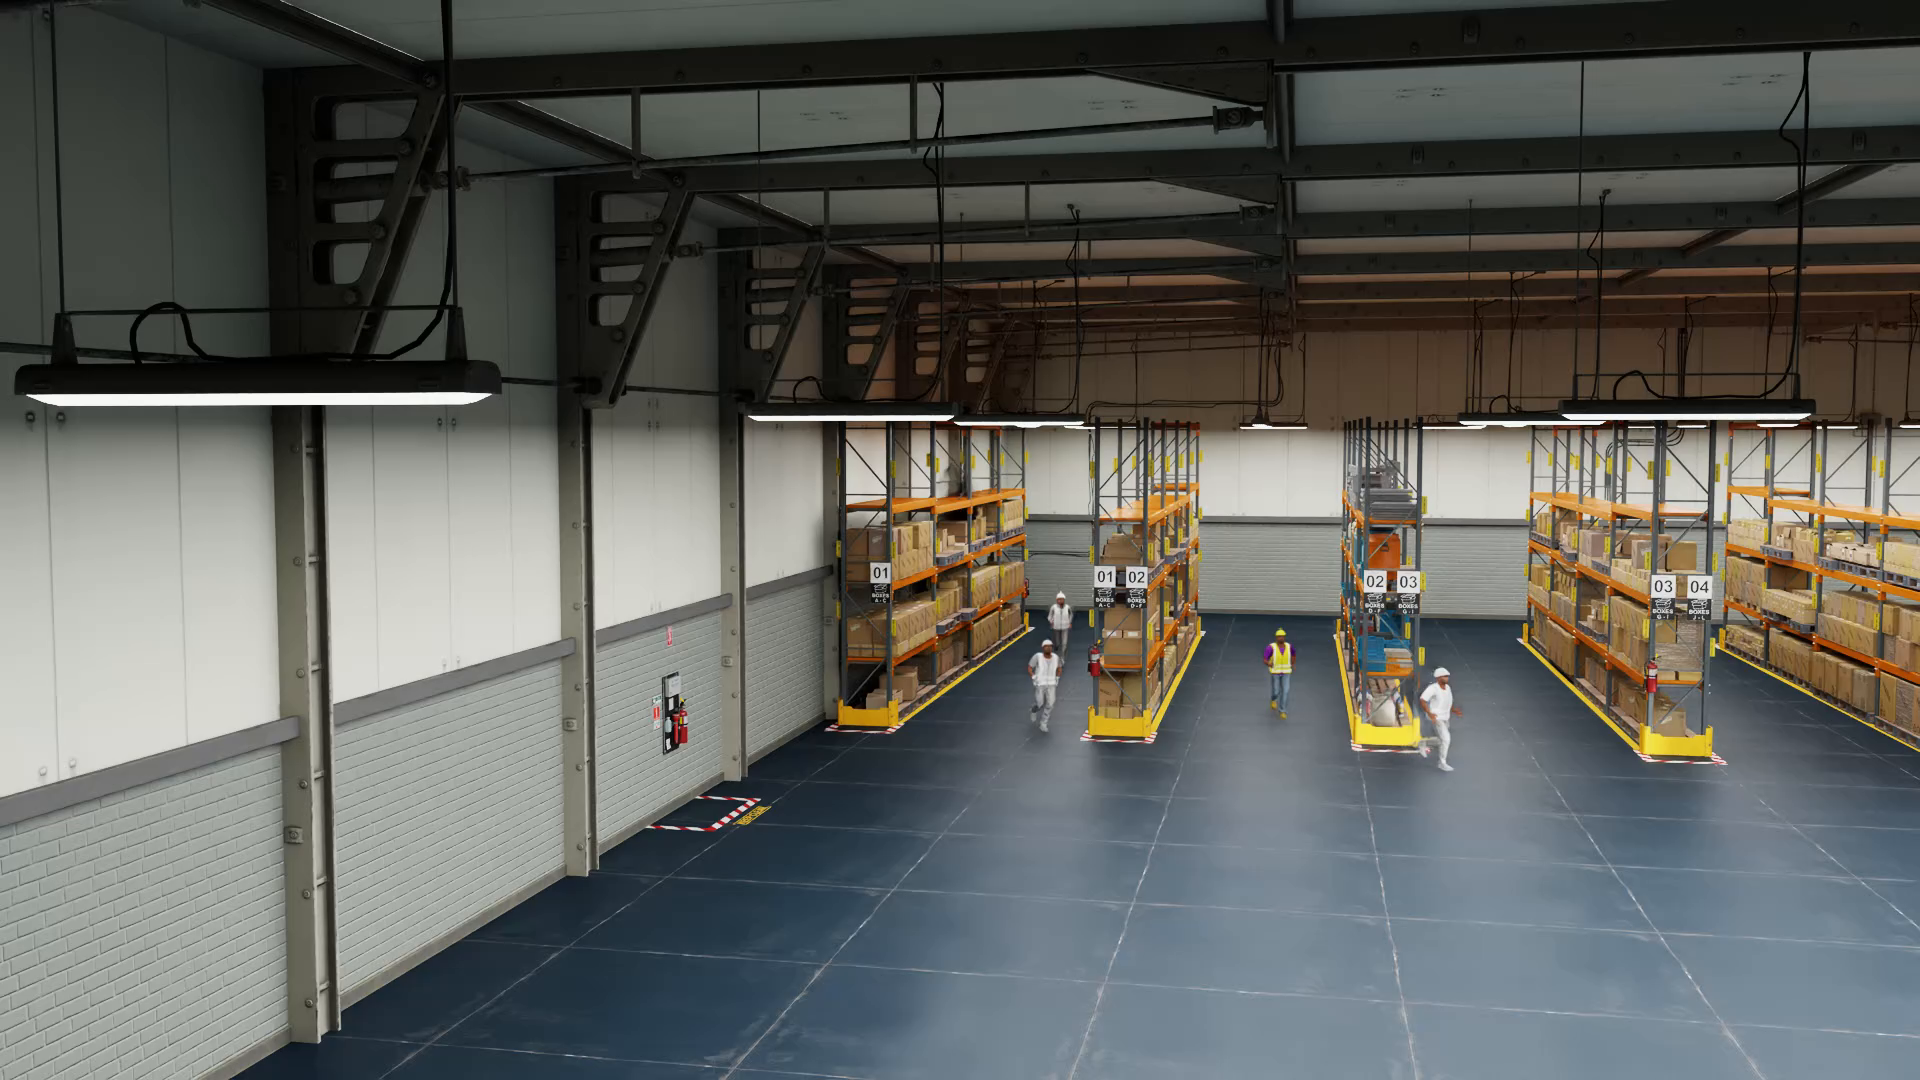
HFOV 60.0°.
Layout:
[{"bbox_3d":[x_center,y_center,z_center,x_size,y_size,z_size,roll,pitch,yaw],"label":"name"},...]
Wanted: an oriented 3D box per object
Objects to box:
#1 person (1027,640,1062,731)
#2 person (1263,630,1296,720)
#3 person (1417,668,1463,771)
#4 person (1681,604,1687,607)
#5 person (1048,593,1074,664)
[{"bbox_3d":[1.644,2.781,32.065,0.705,1.742,0.652,-1,4,-13],"label":"person"},{"bbox_3d":[6.432,2.673,33.372,0.699,1.752,0.923,0,4,0],"label":"person"},{"bbox_3d":[8.090,3.027,28.352,0.683,1.727,0.771,-3,5,-41],"label":"person"},{"bbox_3d":[18.581,2.110,42.346,0.666,1.741,0.629,1,4,13],"label":"person"},{"bbox_3d":[2.501,2.177,41.315,0.652,1.743,0.813,0,4,-3],"label":"person"}]
